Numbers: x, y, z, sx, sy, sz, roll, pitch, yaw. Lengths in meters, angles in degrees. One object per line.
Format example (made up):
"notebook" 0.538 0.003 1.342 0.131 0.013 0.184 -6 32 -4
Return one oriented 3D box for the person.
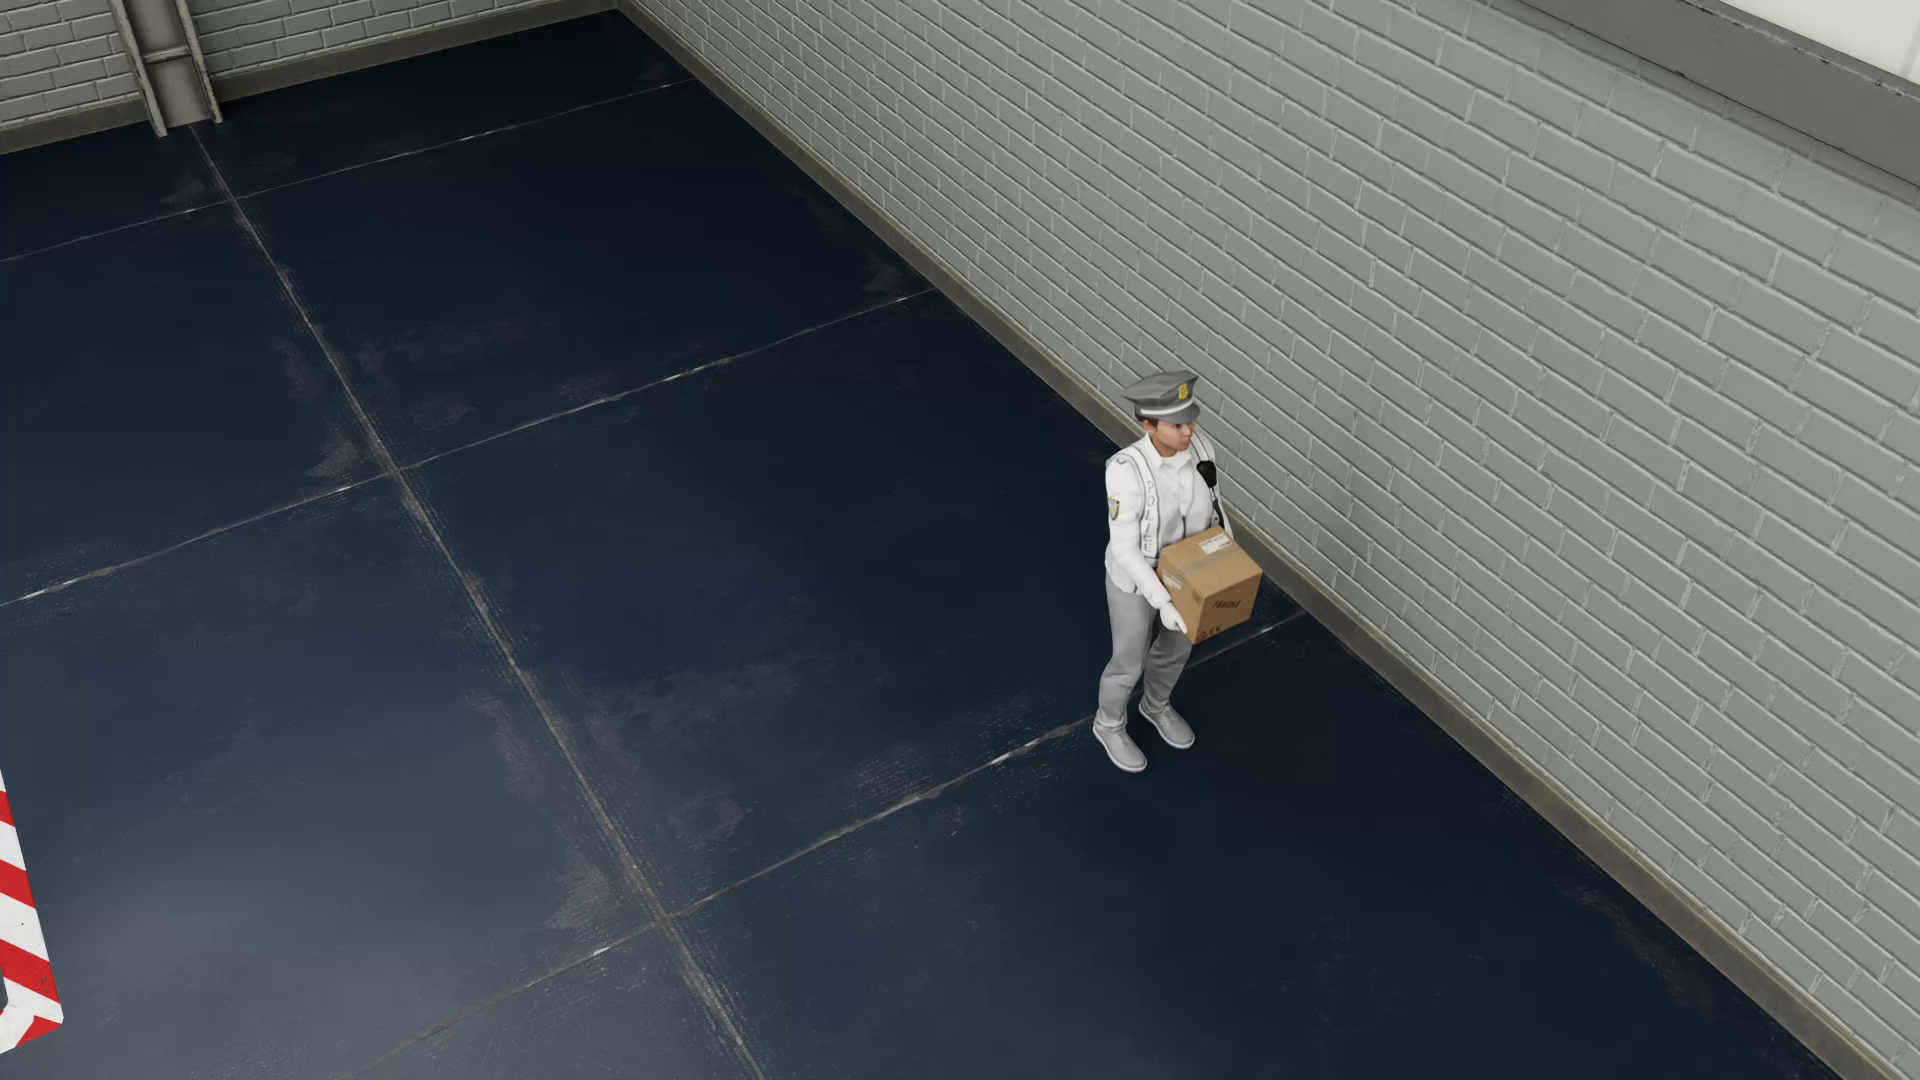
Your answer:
"person" 0.743 0.165 5.951 0.459 1.686 0.562 -22 46 -23
